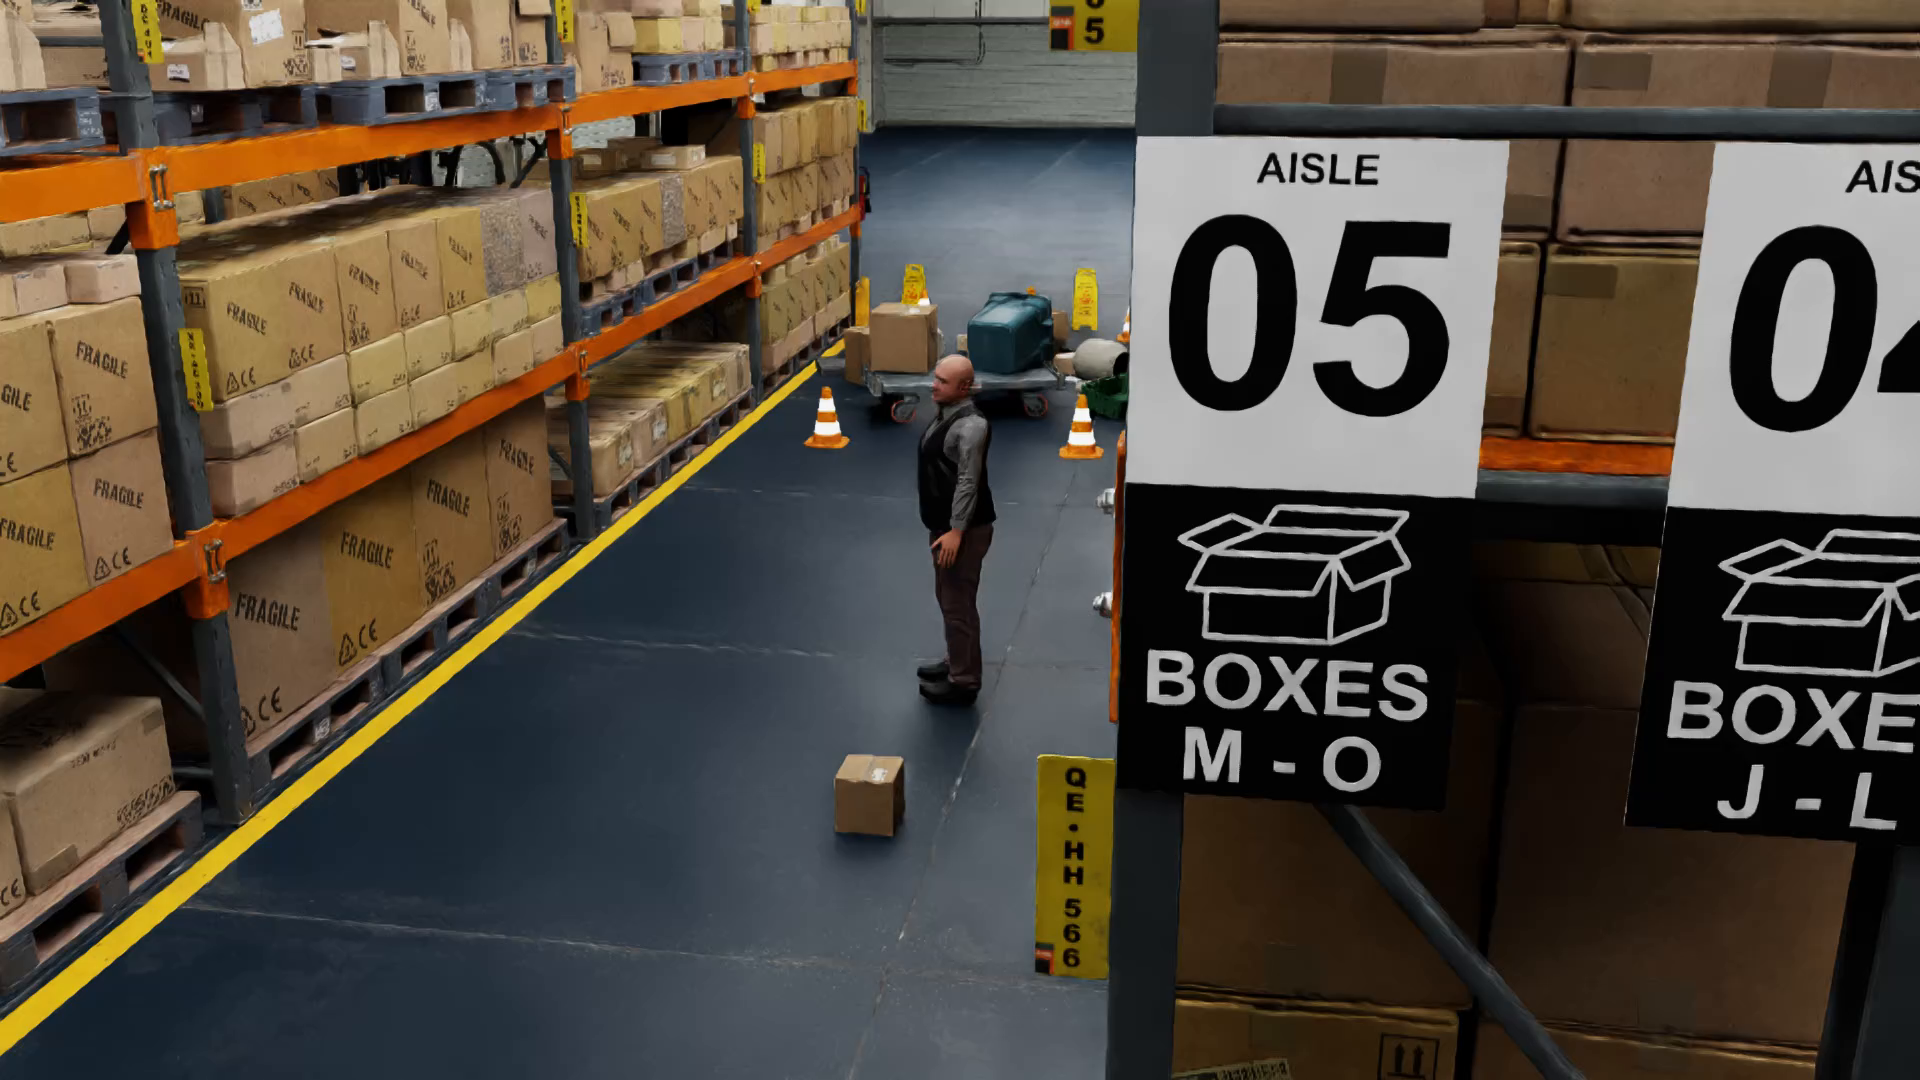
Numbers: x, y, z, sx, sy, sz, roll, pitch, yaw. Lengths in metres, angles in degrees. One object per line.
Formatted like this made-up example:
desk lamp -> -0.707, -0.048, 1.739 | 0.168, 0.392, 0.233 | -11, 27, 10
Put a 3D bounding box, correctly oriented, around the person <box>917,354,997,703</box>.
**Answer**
person -> -0.034, -0.056, 8.187 | 0.380, 1.732, 0.587 | -4, 18, -12
